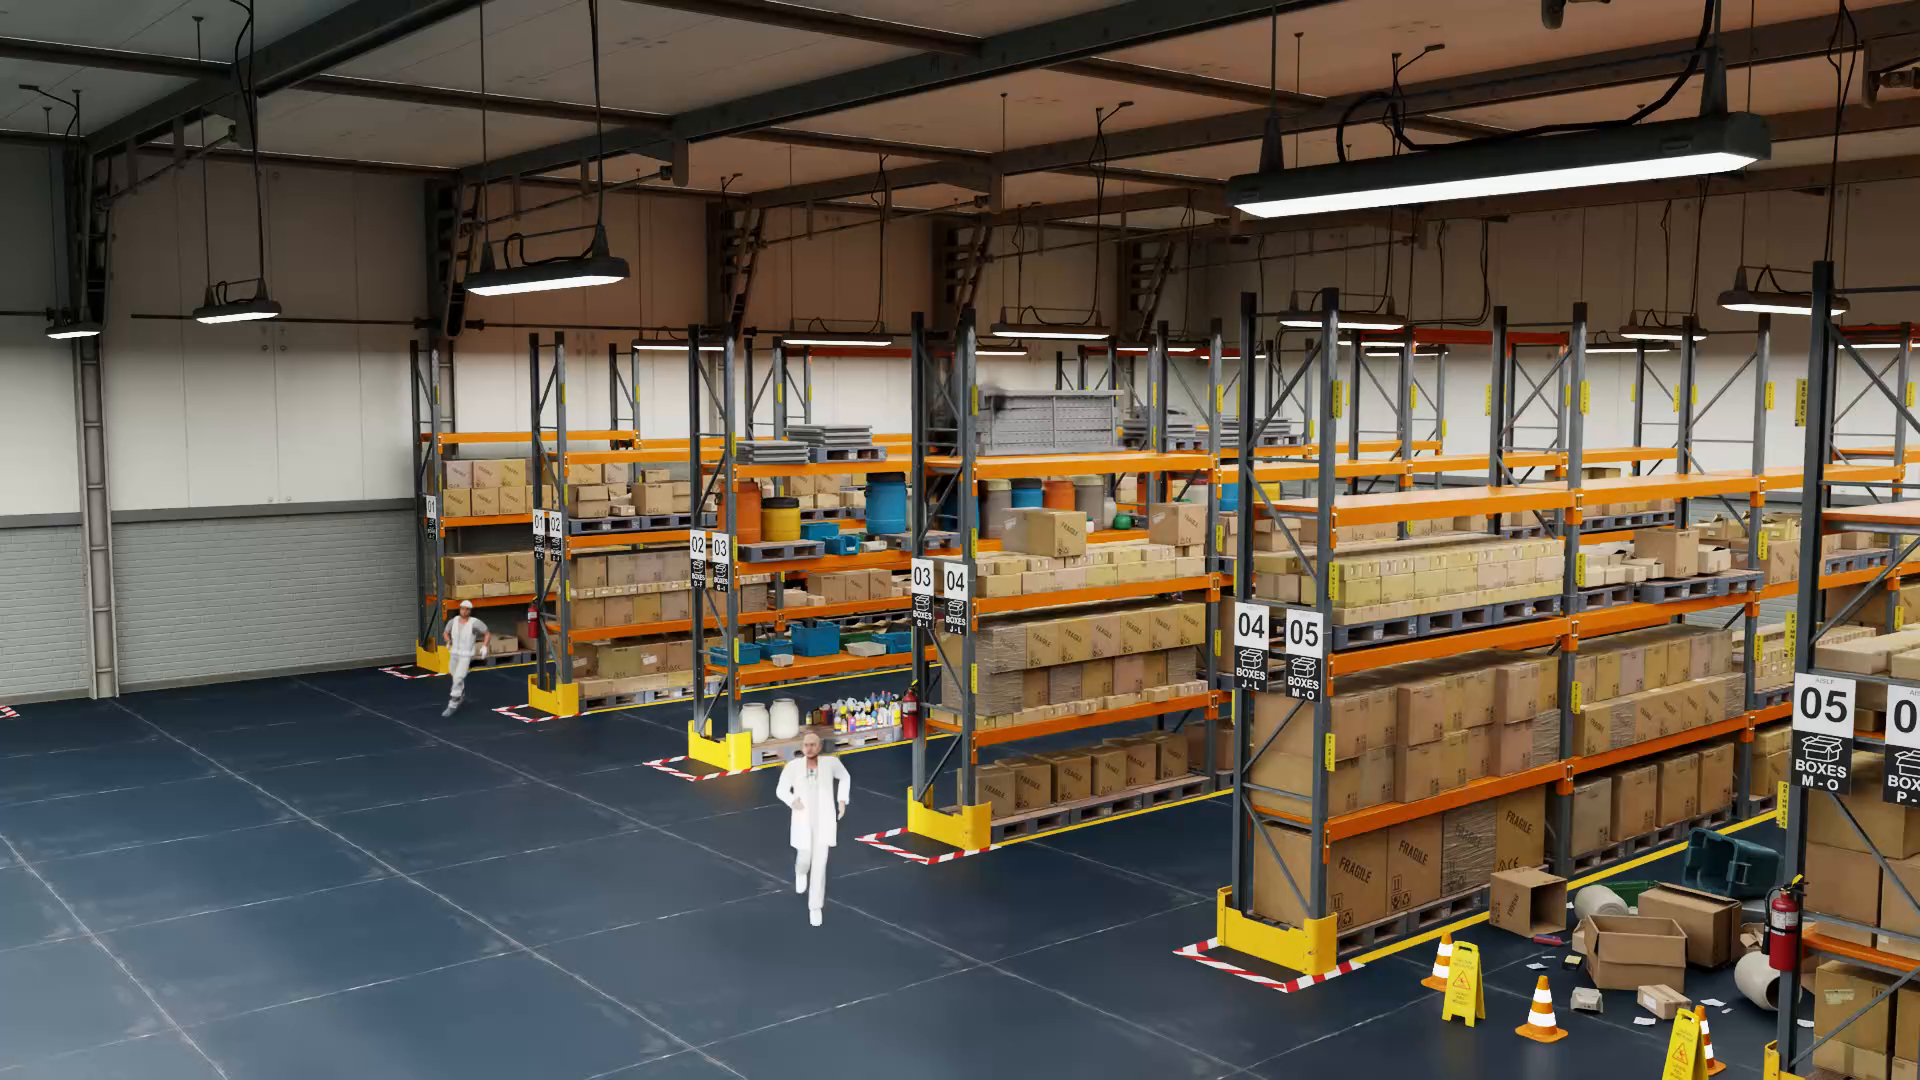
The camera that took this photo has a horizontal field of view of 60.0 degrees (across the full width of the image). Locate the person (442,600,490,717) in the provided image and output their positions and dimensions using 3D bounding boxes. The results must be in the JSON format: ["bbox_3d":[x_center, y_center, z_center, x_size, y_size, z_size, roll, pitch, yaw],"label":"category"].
[{"bbox_3d":[-7.834,1.836,26.242,0.725,1.796,0.848,1,5,11],"label":"person"}]

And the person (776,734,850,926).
[{"bbox_3d":[-1.438,2.772,16.352,0.717,1.790,1.041,0,5,-2],"label":"person"}]
